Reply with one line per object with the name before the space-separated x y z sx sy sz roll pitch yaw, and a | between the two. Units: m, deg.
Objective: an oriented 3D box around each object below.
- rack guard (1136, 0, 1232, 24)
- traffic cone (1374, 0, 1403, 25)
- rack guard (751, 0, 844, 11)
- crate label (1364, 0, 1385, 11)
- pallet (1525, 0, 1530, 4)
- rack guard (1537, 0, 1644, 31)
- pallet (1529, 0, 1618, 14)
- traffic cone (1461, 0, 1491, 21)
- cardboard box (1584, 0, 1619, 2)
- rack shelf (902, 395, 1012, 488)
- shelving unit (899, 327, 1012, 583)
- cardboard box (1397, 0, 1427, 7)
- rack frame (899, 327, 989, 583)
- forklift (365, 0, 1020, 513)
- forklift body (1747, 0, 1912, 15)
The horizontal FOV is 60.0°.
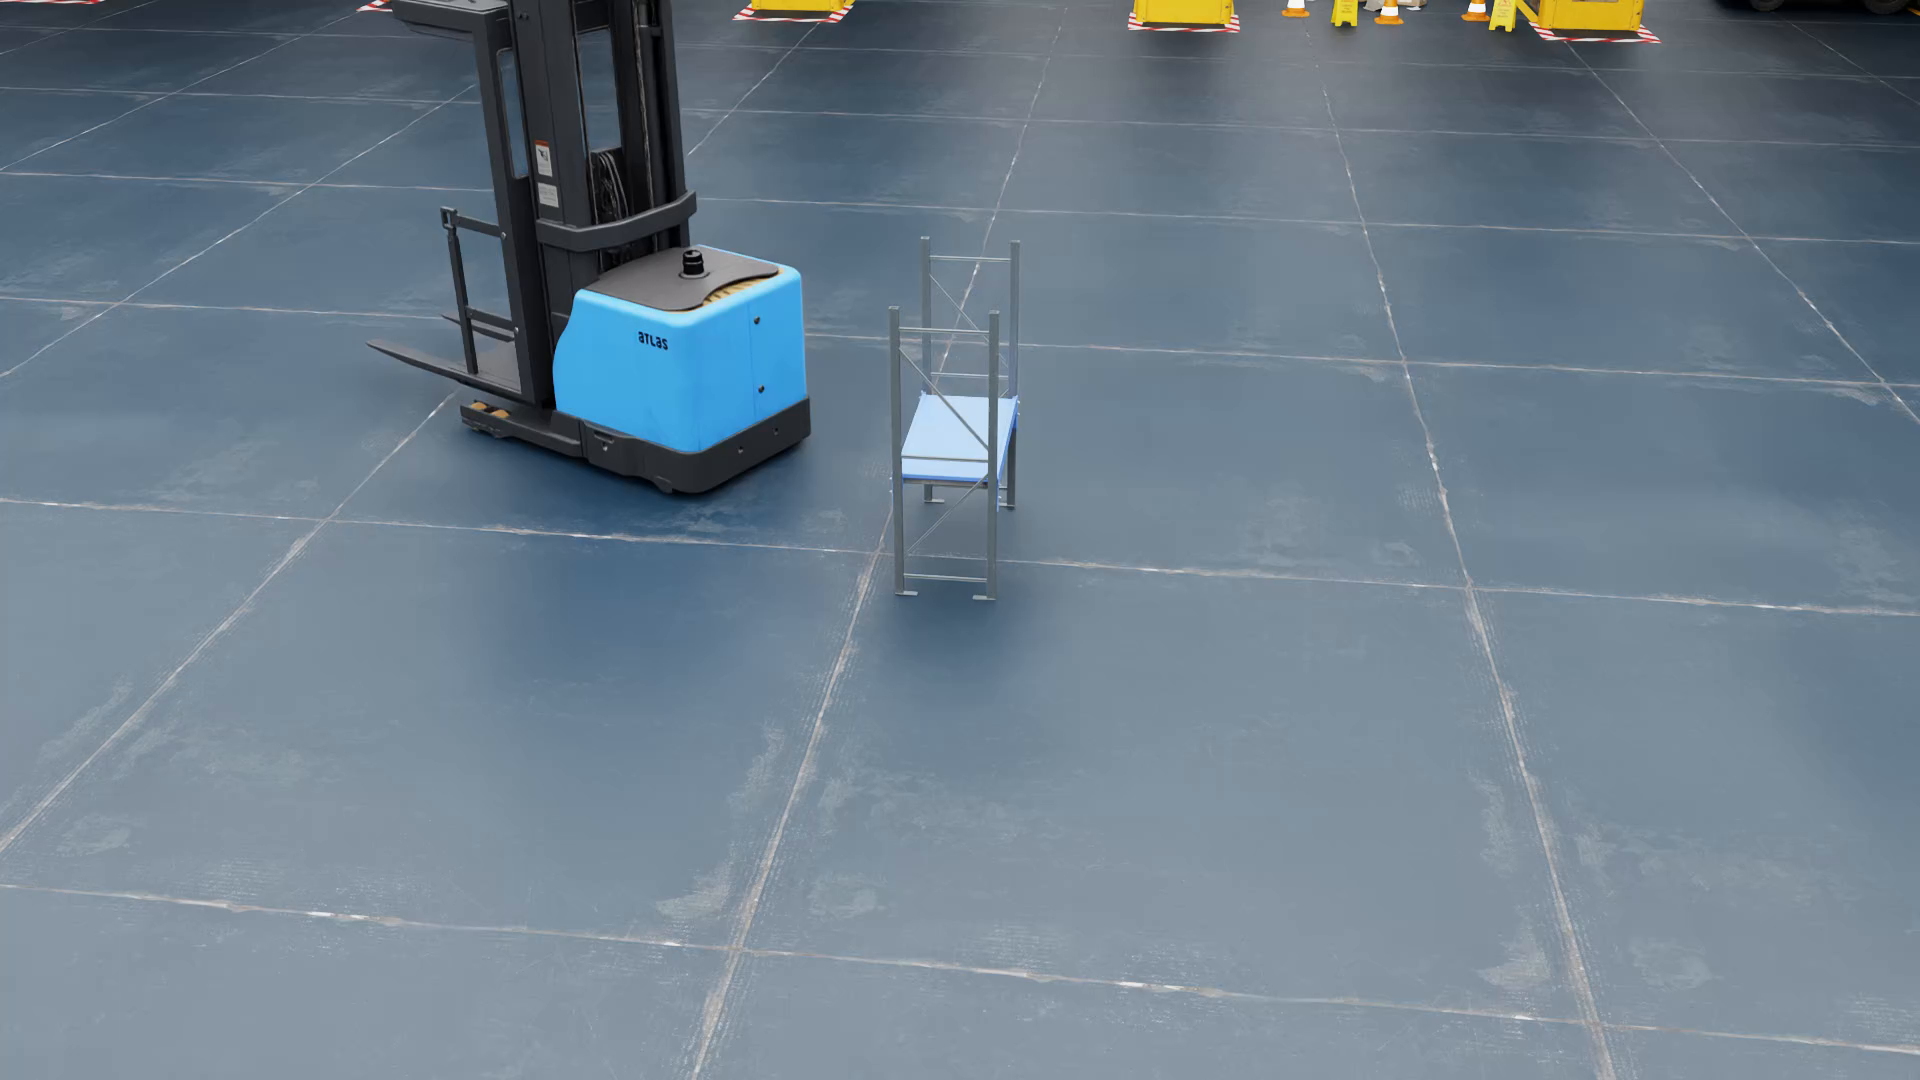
rack guard | 2.796 -6.738 20.729 1.175 0.500 0.348 3 28 6
traffic cone | 5.353 -6.674 20.651 0.336 0.463 0.334 3 28 6
rack guard | -2.102 -7.121 21.440 1.175 0.500 0.348 3 28 6
crate label | 5.388 -6.905 21.422 0.250 0.136 0.298 -11 30 -20
pallet | 8.020 -7.371 22.209 1.003 0.211 1.213 3 28 6
rack guard | 7.733 -6.545 20.371 1.175 0.500 0.348 3 28 6
pallet | 7.868 -6.798 21.146 1.003 0.211 1.213 3 28 6
traffic cone | 6.496 -6.770 20.828 0.336 0.463 0.334 3 28 6
cardboard box | 8.097 -6.947 20.939 0.507 0.250 0.507 4 29 6
rack shelf | -0.010 -0.505 8.382 0.459 0.062 0.952 3 28 6
shelving unit | -0.011 -0.611 8.303 0.475 1.308 0.991 3 28 6
cardboard box | 5.880 -7.088 21.751 0.380 0.149 0.250 20 34 32
rack frame | -0.071 -0.381 7.875 0.475 1.308 0.013 3 28 6
forklift | -3.531 -5.372 14.927 15.967 3.598 10.324 18 33 30
forklift body | -2.093 -9.788 24.650 29.396 2.155 5.688 3 28 6
